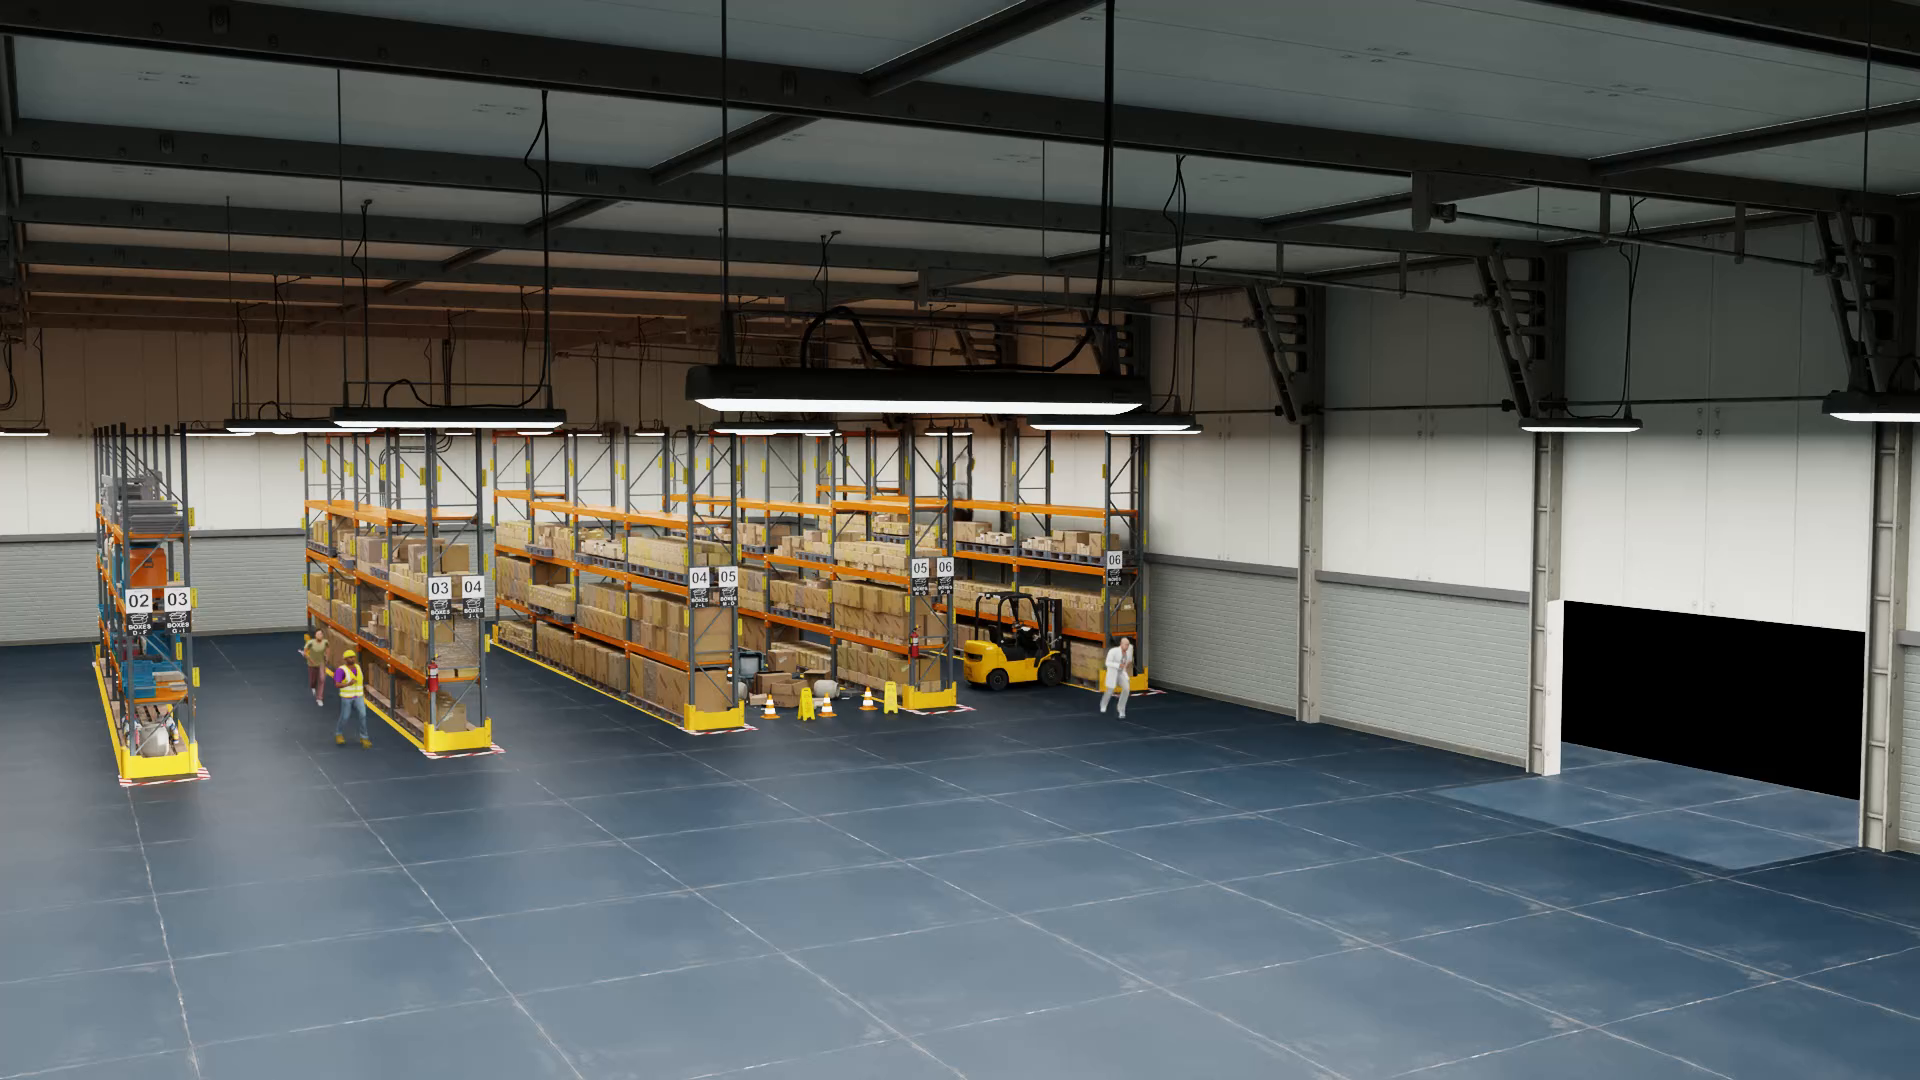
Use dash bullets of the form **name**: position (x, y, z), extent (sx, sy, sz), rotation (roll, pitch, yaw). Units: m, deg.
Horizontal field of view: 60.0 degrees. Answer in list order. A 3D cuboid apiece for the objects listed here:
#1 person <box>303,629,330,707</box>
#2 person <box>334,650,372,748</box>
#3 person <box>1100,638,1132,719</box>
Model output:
- **person**: position (-13.944, 2.731, 36.055), extent (0.579, 1.658, 1.060), rotation (-2, 4, -30)
- **person**: position (-11.337, 2.943, 30.971), extent (0.882, 1.798, 0.695), rotation (3, 5, 41)
- **person**: position (3.222, 2.840, 34.294), extent (0.752, 1.729, 1.072), rotation (-2, 4, -27)
